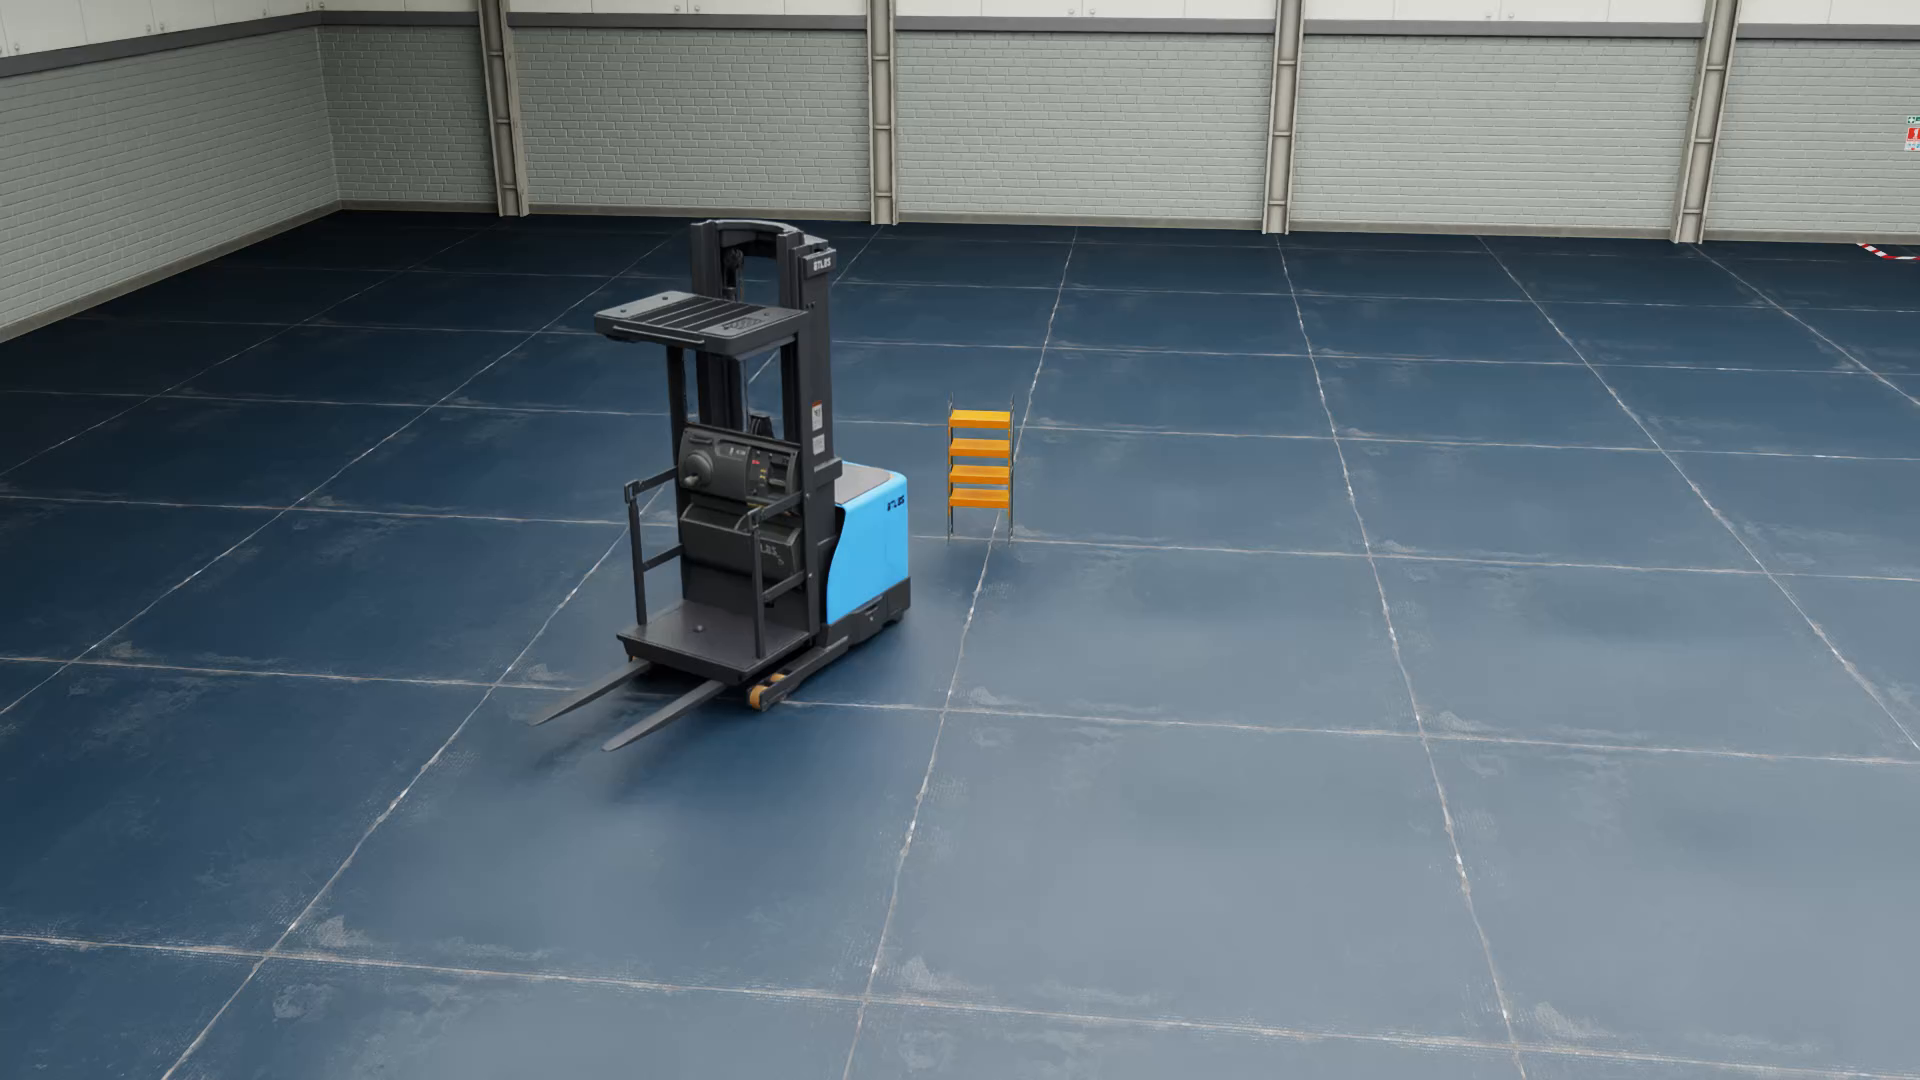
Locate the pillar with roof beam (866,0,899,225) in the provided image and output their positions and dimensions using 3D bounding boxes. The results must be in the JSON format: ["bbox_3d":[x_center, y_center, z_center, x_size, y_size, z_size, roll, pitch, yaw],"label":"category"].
[{"bbox_3d":[-1.678,-7.559,20.320,0.400,9.000,9.100,2,22,6],"label":"pillar with roof beam"}]

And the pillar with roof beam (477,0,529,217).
[{"bbox_3d":[-7.636,-7.819,20.976,0.400,9.000,9.100,2,22,6],"label":"pillar with roof beam"}]

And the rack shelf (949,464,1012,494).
[{"bbox_3d":[0.164,-0.488,13.226,0.480,0.148,0.258,2,22,6],"label":"rack shelf"}]

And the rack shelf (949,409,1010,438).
[{"bbox_3d":[0.164,-0.916,13.057,0.480,0.148,0.258,2,22,6],"label":"rack shelf"}]

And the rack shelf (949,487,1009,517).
[{"bbox_3d":[0.164,-0.304,13.299,0.480,0.148,0.258,2,22,6],"label":"rack shelf"}]

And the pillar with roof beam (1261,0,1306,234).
[{"bbox_3d":[4.281,-7.299,19.663,0.400,9.000,9.100,2,22,6],"label":"pillar with roof beam"}]

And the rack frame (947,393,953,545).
[{"bbox_3d":[-0.078,-0.561,13.228,0.015,1.200,0.240,2,22,6],"label":"rack frame"}]

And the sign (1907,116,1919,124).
[{"bbox_3d":[13.721,-6.004,23.777,0.331,0.109,0.001,2,22,6],"label":"sign"}]

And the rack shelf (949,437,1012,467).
[{"bbox_3d":[0.164,-0.696,13.144,0.480,0.148,0.258,2,22,6],"label":"rack shelf"}]

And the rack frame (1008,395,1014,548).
[{"bbox_3d":[0.407,-0.540,13.174,0.015,1.200,0.240,2,22,6],"label":"rack frame"}]

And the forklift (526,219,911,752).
[{"bbox_3d":[-1.553,-0.460,10.617,1.130,2.935,3.031,13,25,29],"label":"forklift"}]

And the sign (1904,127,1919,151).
[{"bbox_3d":[13.717,-5.761,23.883,0.234,0.329,0.001,2,22,6],"label":"sign"}]

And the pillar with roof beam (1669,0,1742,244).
[{"bbox_3d":[10.239,-7.040,19.007,0.400,9.000,9.100,2,22,6],"label":"pillar with roof beam"}]

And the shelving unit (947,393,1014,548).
[{"bbox_3d":[0.164,-0.551,13.201,0.503,1.200,0.258,2,22,6],"label":"shelving unit"}]
